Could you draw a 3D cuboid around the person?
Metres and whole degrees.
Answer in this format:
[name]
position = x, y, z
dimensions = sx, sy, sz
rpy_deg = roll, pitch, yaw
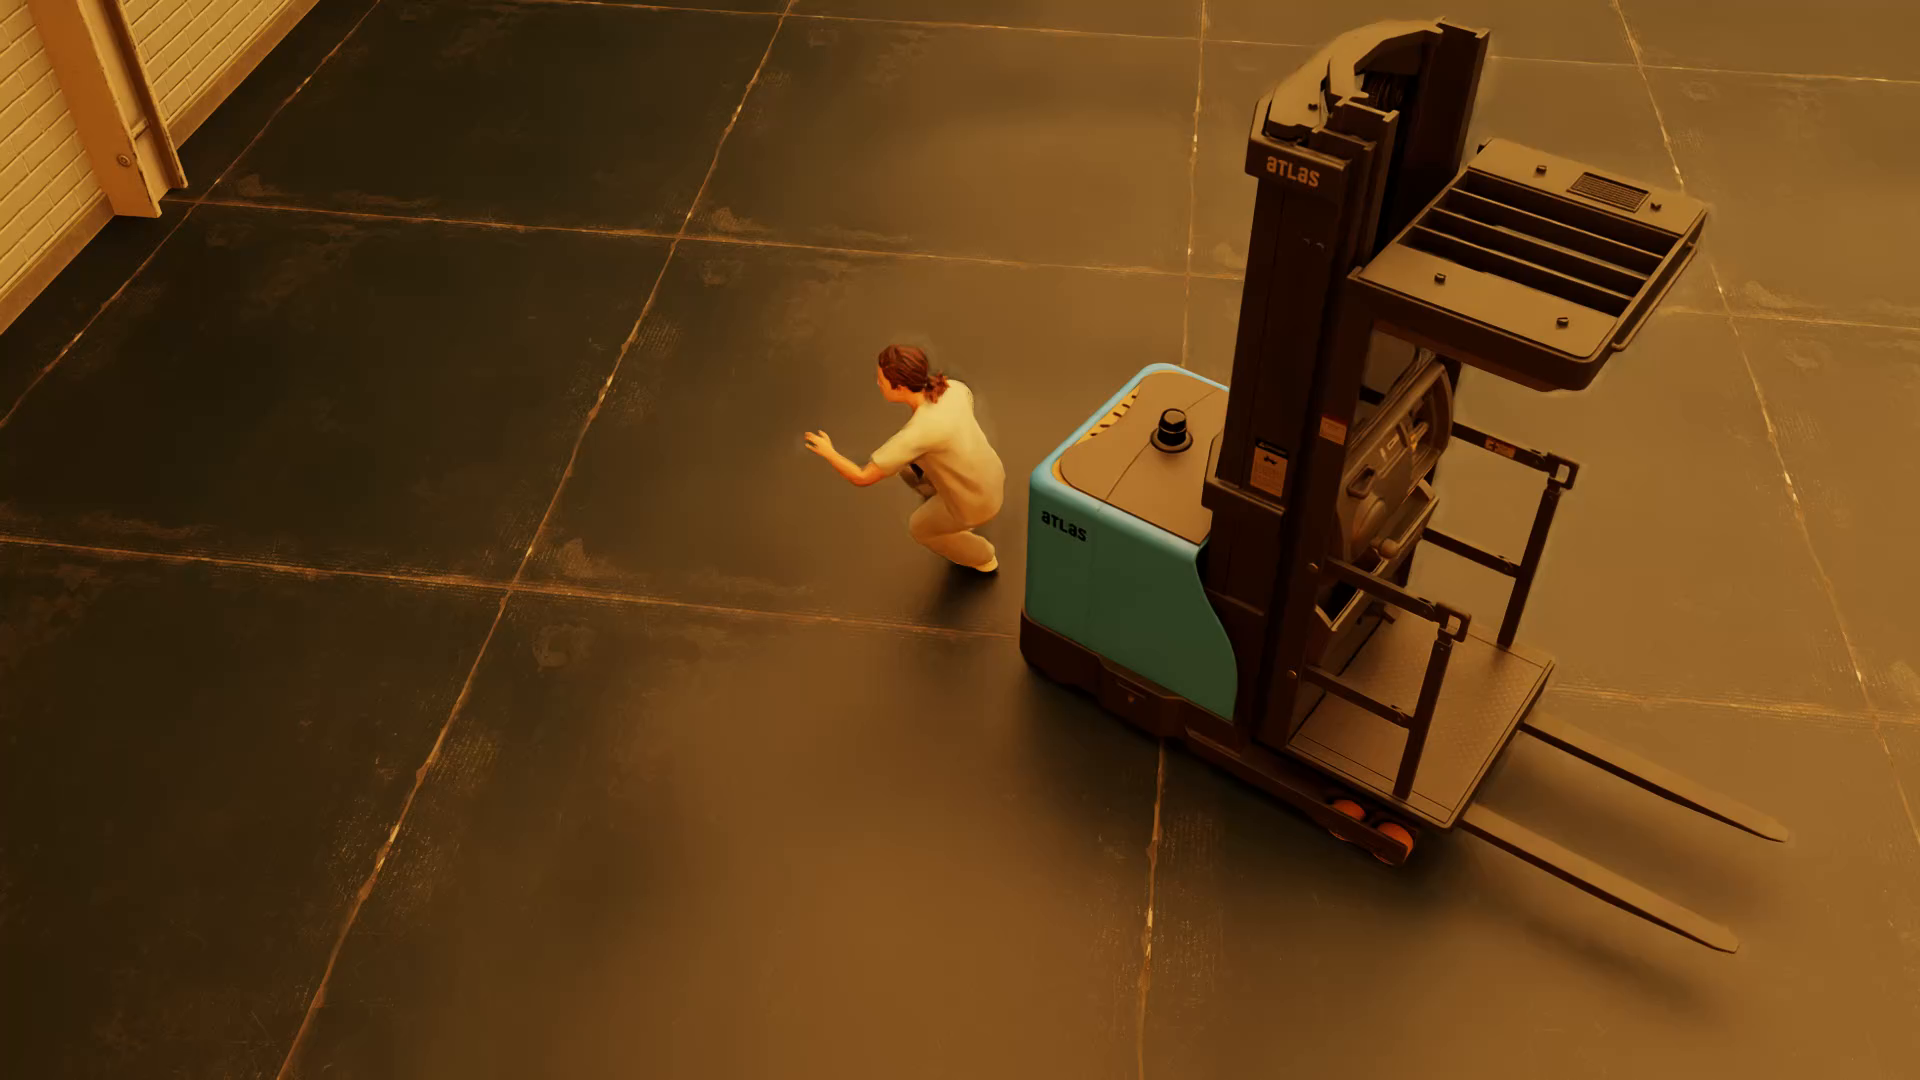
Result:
[person]
position = -0.195, -0.337, 7.209
dimensions = 0.834, 1.436, 0.974
rpy_deg = 7, 43, 8

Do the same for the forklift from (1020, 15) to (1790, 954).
[forklift]
position = 1.751, -0.223, 5.967
dimensions = 3.031, 2.935, 1.130
rpy_deg = 26, 49, 26
